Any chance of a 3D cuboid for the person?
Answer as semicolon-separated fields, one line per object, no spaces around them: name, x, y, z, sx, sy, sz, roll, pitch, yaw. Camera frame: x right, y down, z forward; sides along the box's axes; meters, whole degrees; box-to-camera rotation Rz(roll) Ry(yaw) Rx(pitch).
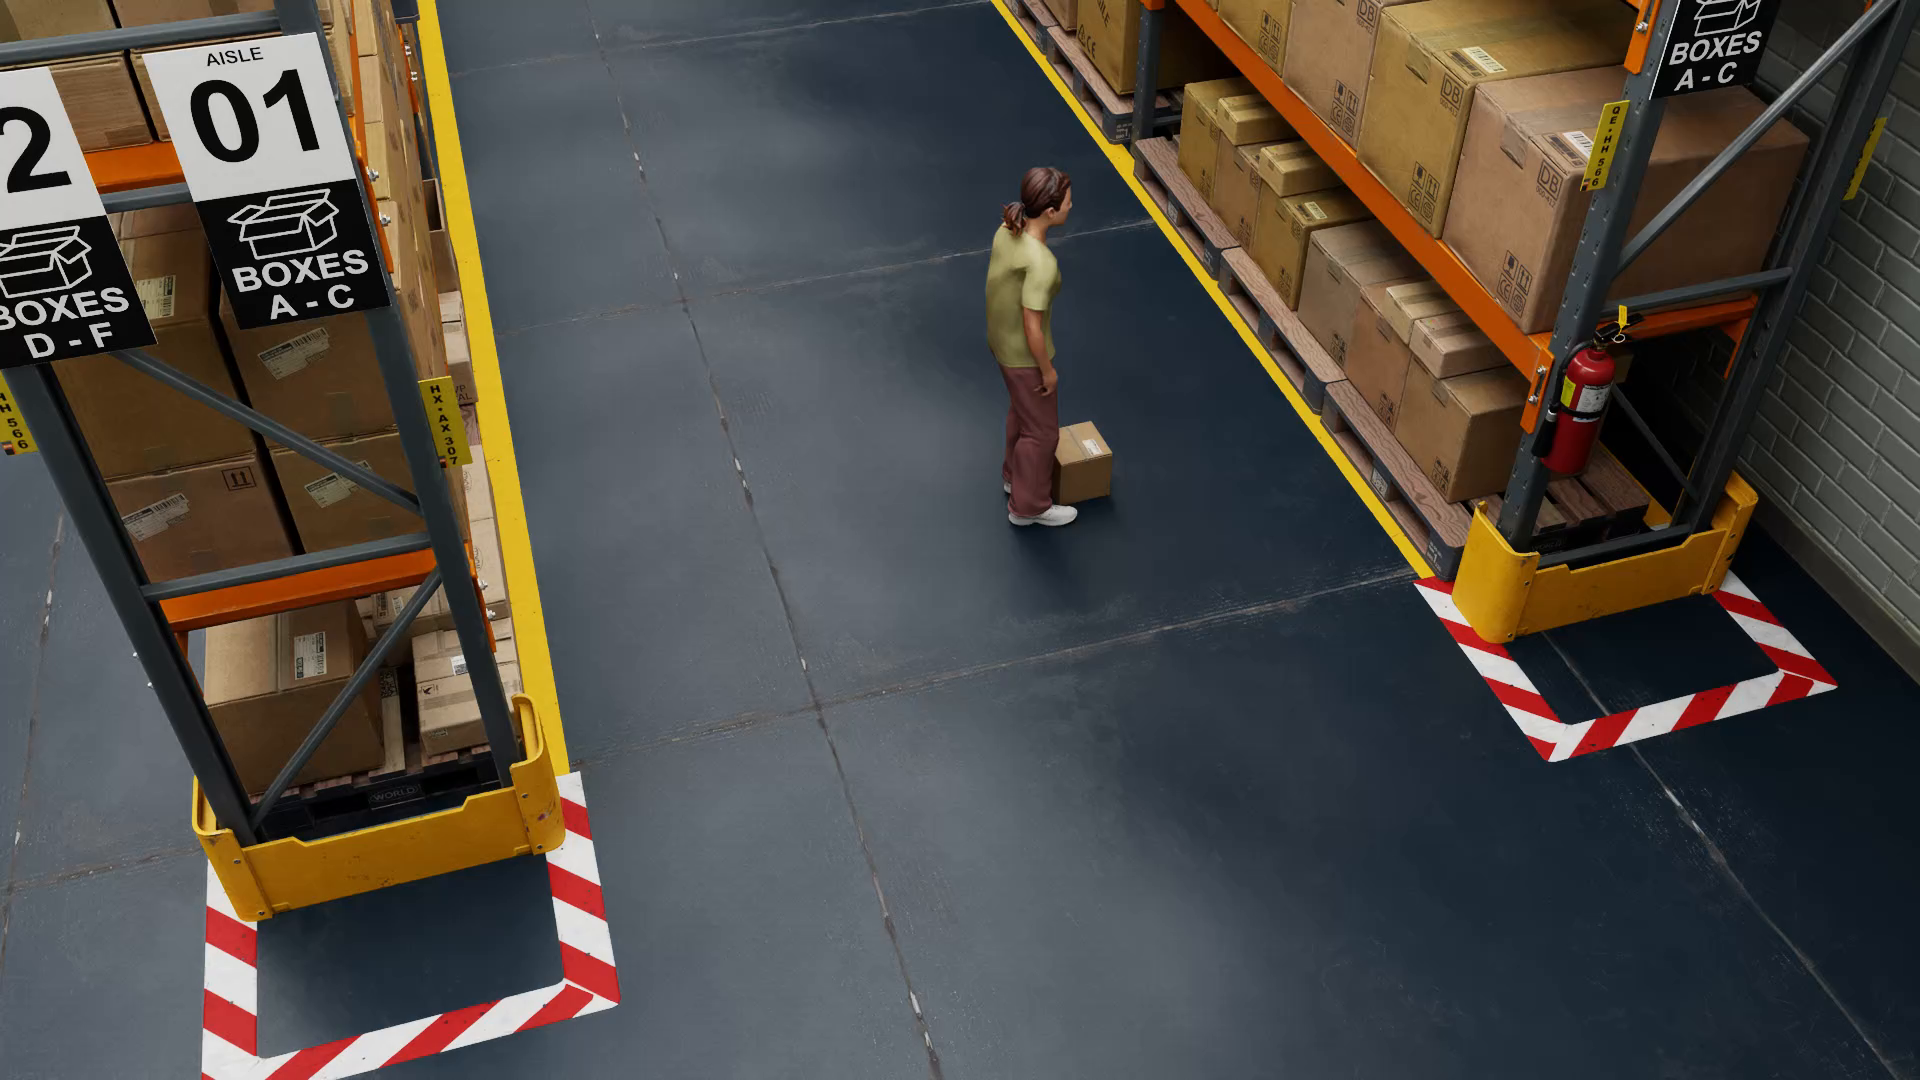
person;0.319;-0.820;7.059;0.405;1.673;0.499;-12;44;-12
